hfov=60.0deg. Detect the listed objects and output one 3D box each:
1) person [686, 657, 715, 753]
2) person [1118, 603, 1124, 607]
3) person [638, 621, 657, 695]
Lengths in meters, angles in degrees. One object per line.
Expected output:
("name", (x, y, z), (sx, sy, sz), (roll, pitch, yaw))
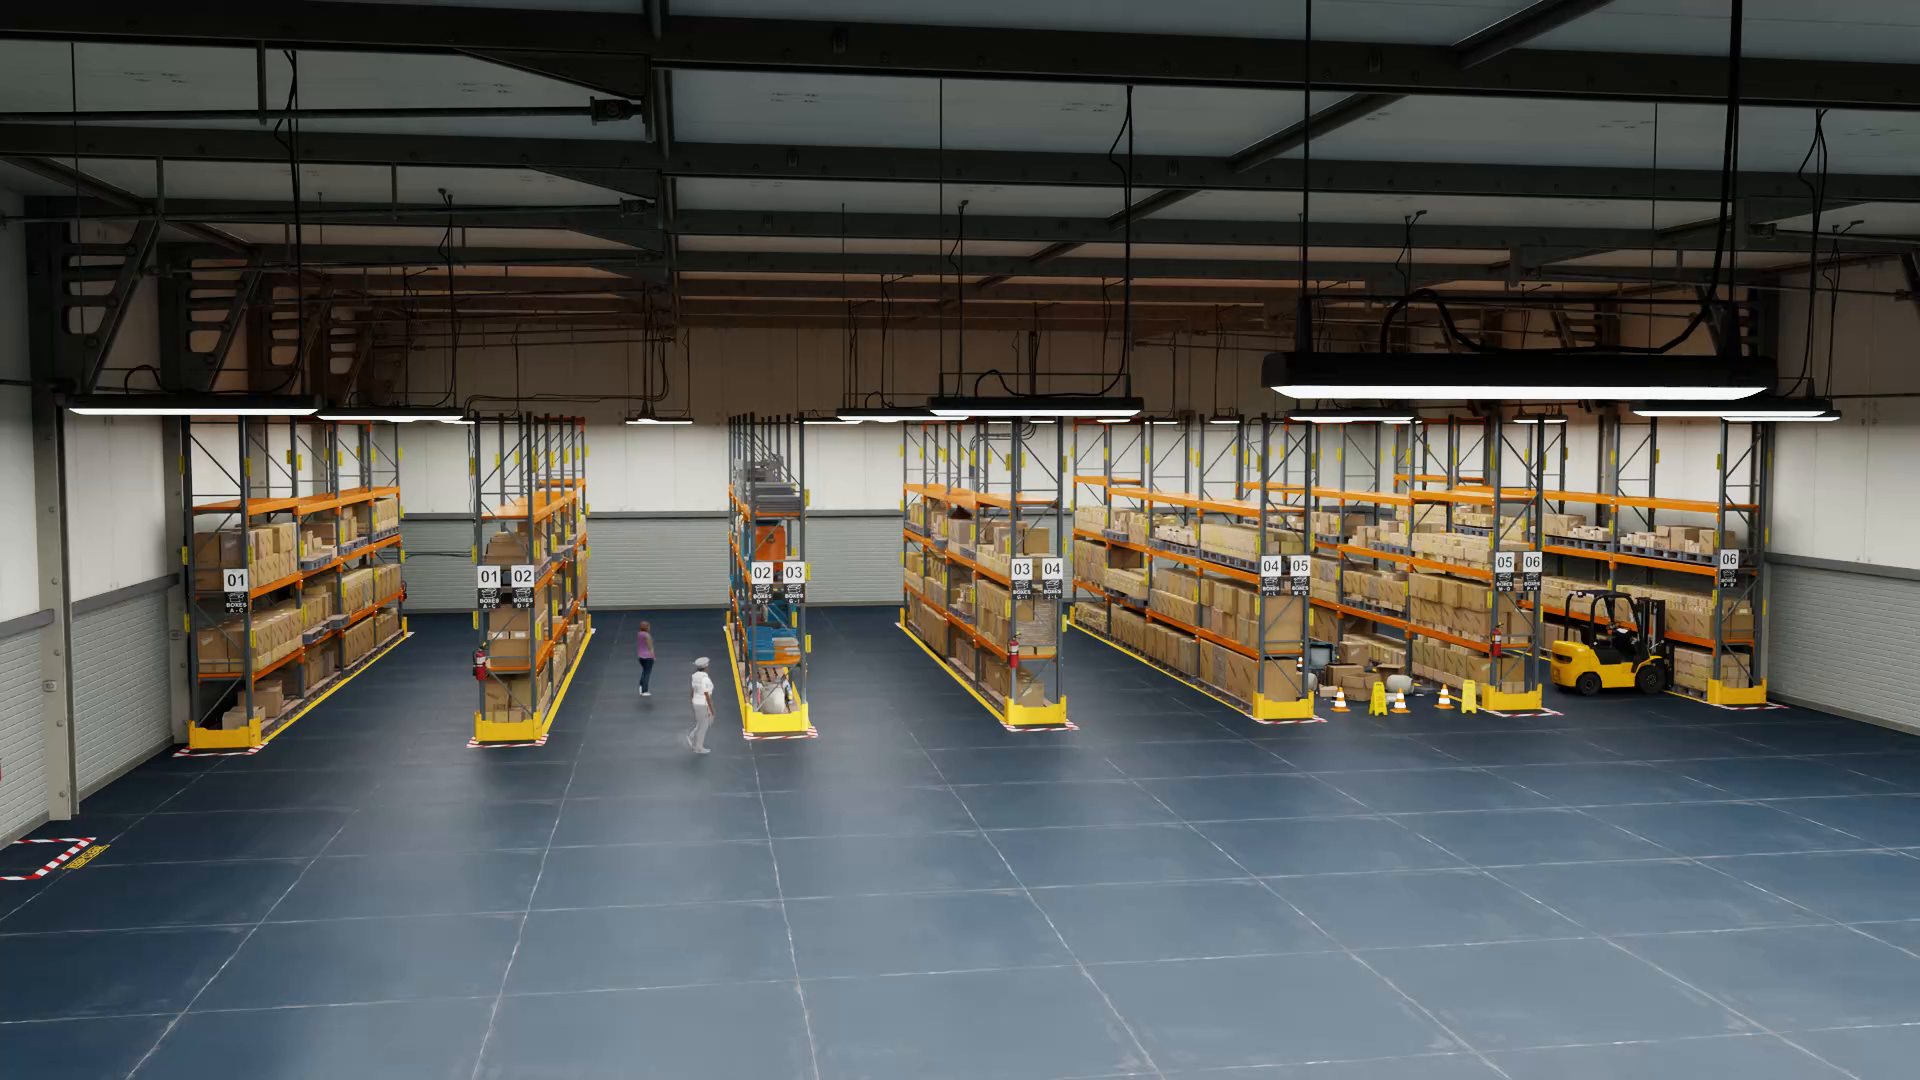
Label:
("person", (-4.546, 2.886, 29.073), (0.484, 1.677, 0.465), (-1, 4, -13))
("person", (5.144, 1.332, 51.591), (0.858, 1.740, 0.642), (-4, 5, -43))
("person", (-6.655, 2.511, 35.337), (0.451, 1.599, 0.420), (2, 4, 26))
